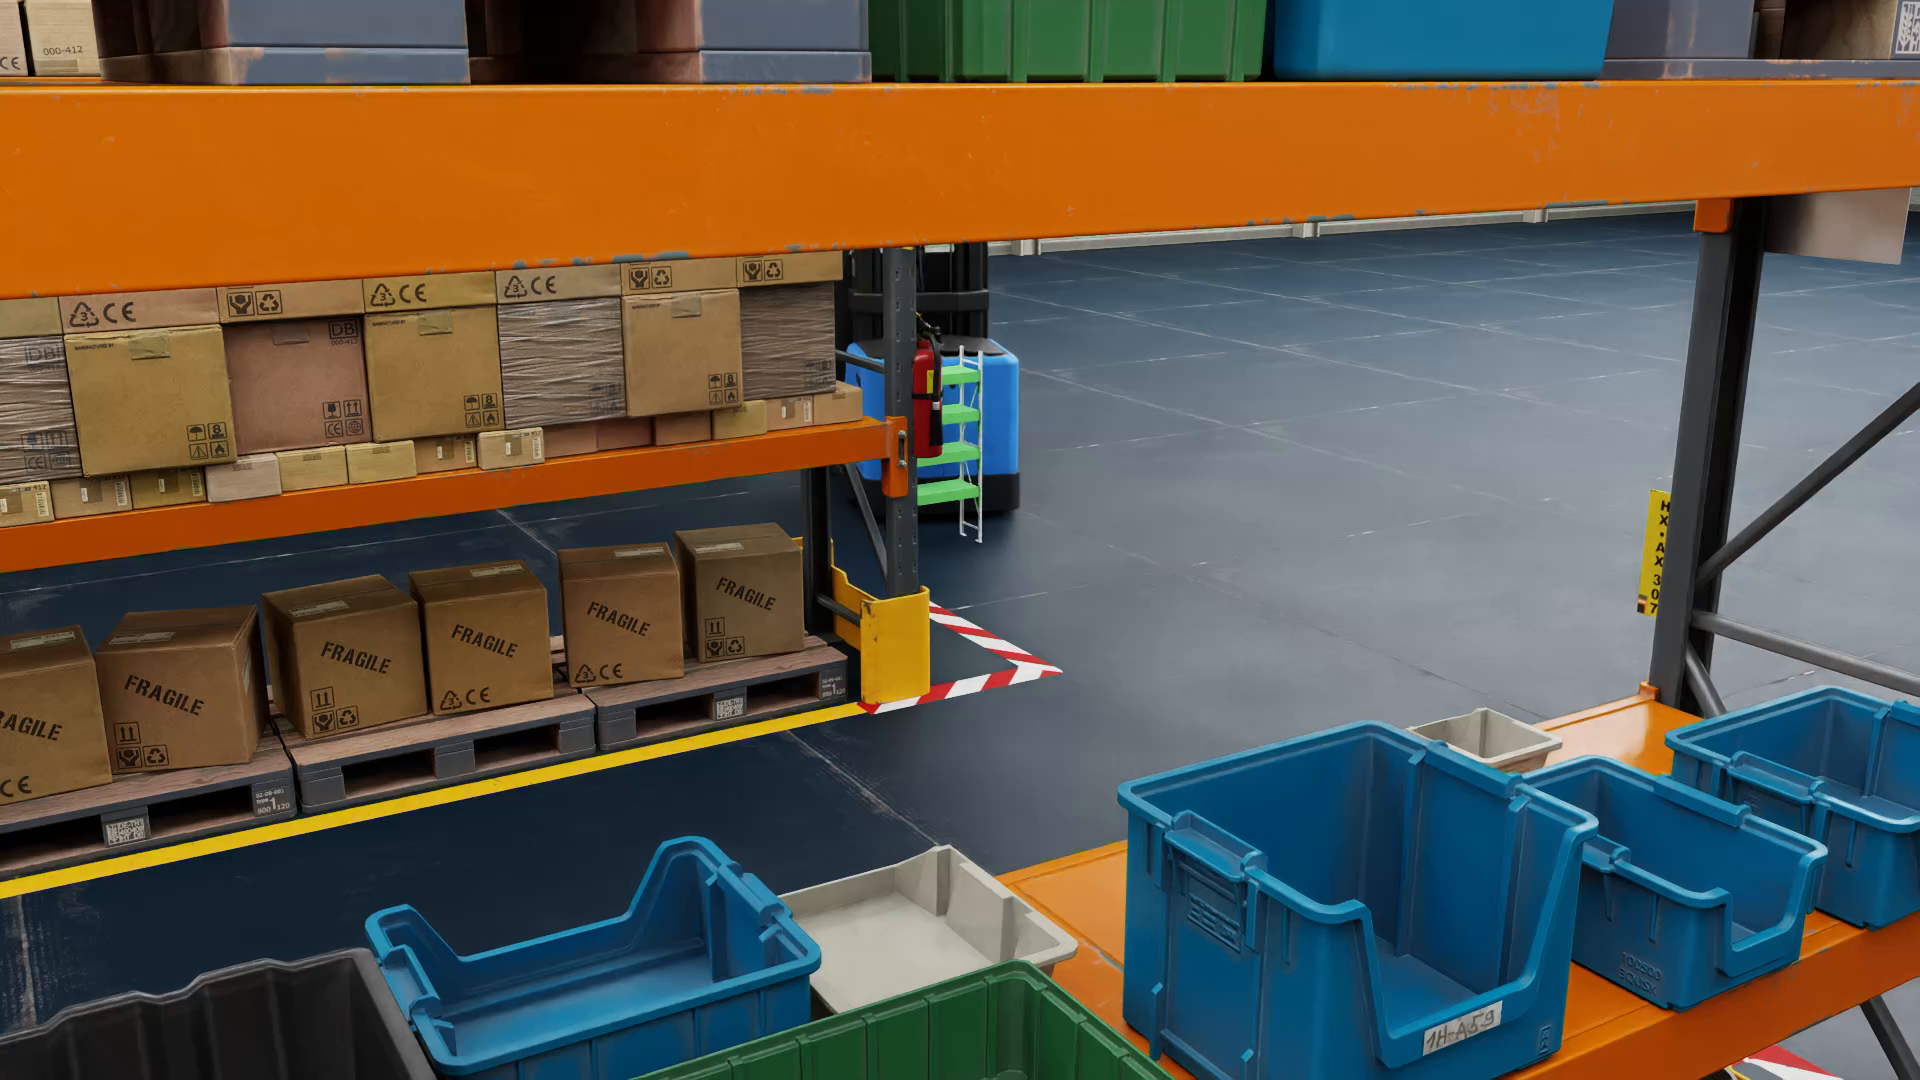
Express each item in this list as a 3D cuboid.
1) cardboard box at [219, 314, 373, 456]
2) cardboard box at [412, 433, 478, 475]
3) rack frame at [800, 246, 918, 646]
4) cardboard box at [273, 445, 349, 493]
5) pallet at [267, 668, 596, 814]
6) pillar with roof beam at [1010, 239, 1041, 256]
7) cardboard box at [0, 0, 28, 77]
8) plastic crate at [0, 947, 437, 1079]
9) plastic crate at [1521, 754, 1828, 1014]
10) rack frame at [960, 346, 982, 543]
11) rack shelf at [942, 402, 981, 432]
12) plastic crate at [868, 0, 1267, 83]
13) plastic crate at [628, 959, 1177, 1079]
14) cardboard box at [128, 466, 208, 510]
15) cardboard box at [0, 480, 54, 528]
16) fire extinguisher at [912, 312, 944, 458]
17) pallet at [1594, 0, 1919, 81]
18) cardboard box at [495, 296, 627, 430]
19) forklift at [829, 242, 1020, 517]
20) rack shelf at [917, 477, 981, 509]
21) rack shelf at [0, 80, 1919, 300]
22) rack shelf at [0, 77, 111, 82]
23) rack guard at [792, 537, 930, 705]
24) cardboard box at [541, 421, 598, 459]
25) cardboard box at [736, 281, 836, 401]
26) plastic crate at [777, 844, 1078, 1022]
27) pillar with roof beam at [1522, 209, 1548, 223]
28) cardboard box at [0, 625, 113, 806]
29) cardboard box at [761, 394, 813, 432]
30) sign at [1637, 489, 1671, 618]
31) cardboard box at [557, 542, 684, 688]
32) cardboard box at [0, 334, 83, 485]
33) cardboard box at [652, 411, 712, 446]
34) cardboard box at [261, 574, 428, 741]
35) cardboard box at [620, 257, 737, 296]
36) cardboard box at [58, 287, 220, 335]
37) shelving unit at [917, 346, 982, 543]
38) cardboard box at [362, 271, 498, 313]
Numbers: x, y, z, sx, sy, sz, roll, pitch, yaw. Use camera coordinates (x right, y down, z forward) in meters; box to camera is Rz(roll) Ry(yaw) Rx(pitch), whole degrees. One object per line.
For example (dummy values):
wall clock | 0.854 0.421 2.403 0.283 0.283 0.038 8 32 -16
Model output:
cardboard box | -2.689 -0.683 6.552 0.500 0.500 0.875 -9 18 -30
cardboard box | -2.121 -0.385 6.692 0.250 0.149 0.380 -9 18 -30
rack frame | -0.501 -0.845 7.867 0.127 3.000 1.000 -9 18 -30
cardboard box | -2.532 -0.308 6.416 0.250 0.149 0.380 -9 18 -30
pallet | -2.326 0.781 7.231 1.213 0.211 1.003 -9 18 -30
pillar with roof beam | 3.278 -7.958 22.128 0.400 9.000 9.100 -9 18 -30
cardboard box | -3.412 -1.664 5.510 0.500 0.250 0.500 -10 19 -32
plastic crate | -0.865 0.844 1.958 0.504 0.338 0.767 -9 18 -30
plastic crate | 1.215 0.600 2.986 0.408 0.251 0.499 -9 18 -30
rack frame | 0.067 -0.589 10.287 0.015 1.200 0.240 -9 18 -30
rack shelf | -0.142 -0.724 10.118 0.480 0.148 0.258 -9 18 -30
plastic crate | 0.114 -0.642 1.977 0.450 0.188 0.336 -9 18 -30
plastic crate | -0.070 0.836 2.264 0.662 0.188 0.450 -9 18 -30
cardboard box | -2.960 -0.238 6.167 0.250 0.149 0.380 -9 18 -30
cardboard box | -3.370 -0.160 5.889 0.250 0.149 0.380 -9 18 -30
fire extinguisher | -0.166 -0.717 7.554 0.183 0.674 0.296 -9 18 -30
pallet | 1.290 -0.960 3.070 1.213 0.211 1.003 -9 18 -30
cardboard box | -1.804 -0.810 7.004 0.500 0.500 0.875 -9 18 -30
forklift | -0.394 -1.915 11.809 1.130 2.935 3.031 -3 16 -11
rack shelf | -0.142 -0.262 10.248 0.480 0.148 0.258 -9 18 -30
rack shelf | 0.335 -0.519 2.479 4.000 0.370 1.077 -9 18 -30
rack shelf | -2.216 -1.665 6.567 4.000 0.370 1.077 -9 18 -30
rack guard | -0.566 0.369 8.167 0.348 0.500 1.175 -9 18 -30
cardboard box | -1.702 -0.459 6.956 0.250 0.149 0.380 -9 18 -30
cardboard box | -0.987 -0.966 7.563 0.500 0.500 0.875 -9 18 -30
plastic crate | -0.118 0.700 2.845 0.437 0.136 0.530 -9 18 -30
pillar with roof beam | 13.564 -9.626 28.078 0.400 9.000 9.100 -9 18 -30
cardboard box | -3.566 0.666 6.329 0.500 0.500 0.500 -10 18 -31
cardboard box | -0.854 -0.602 7.466 0.250 0.149 0.380 -9 18 -30
sign | 1.770 0.040 4.198 0.005 0.325 0.100 -9 18 -30
cardboard box | -1.540 0.330 7.527 0.500 0.500 0.500 -4 16 -15
cardboard box | -3.512 -0.529 6.002 0.500 0.500 0.875 -9 18 -30
cardboard box | -1.264 -0.524 7.188 0.250 0.149 0.380 -9 18 -30
cardboard box | -2.588 0.480 6.992 0.500 0.500 0.500 -11 19 -35
cardboard box | -1.271 -1.313 6.949 0.500 0.500 0.500 -9 18 -30
cardboard box | -2.985 -1.035 5.957 0.500 0.500 0.500 -9 18 -30
shelving unit | -0.142 -0.555 10.166 0.503 1.200 0.258 -9 18 -30
cardboard box | -2.134 -1.177 6.462 0.500 0.500 0.500 -9 18 -30
